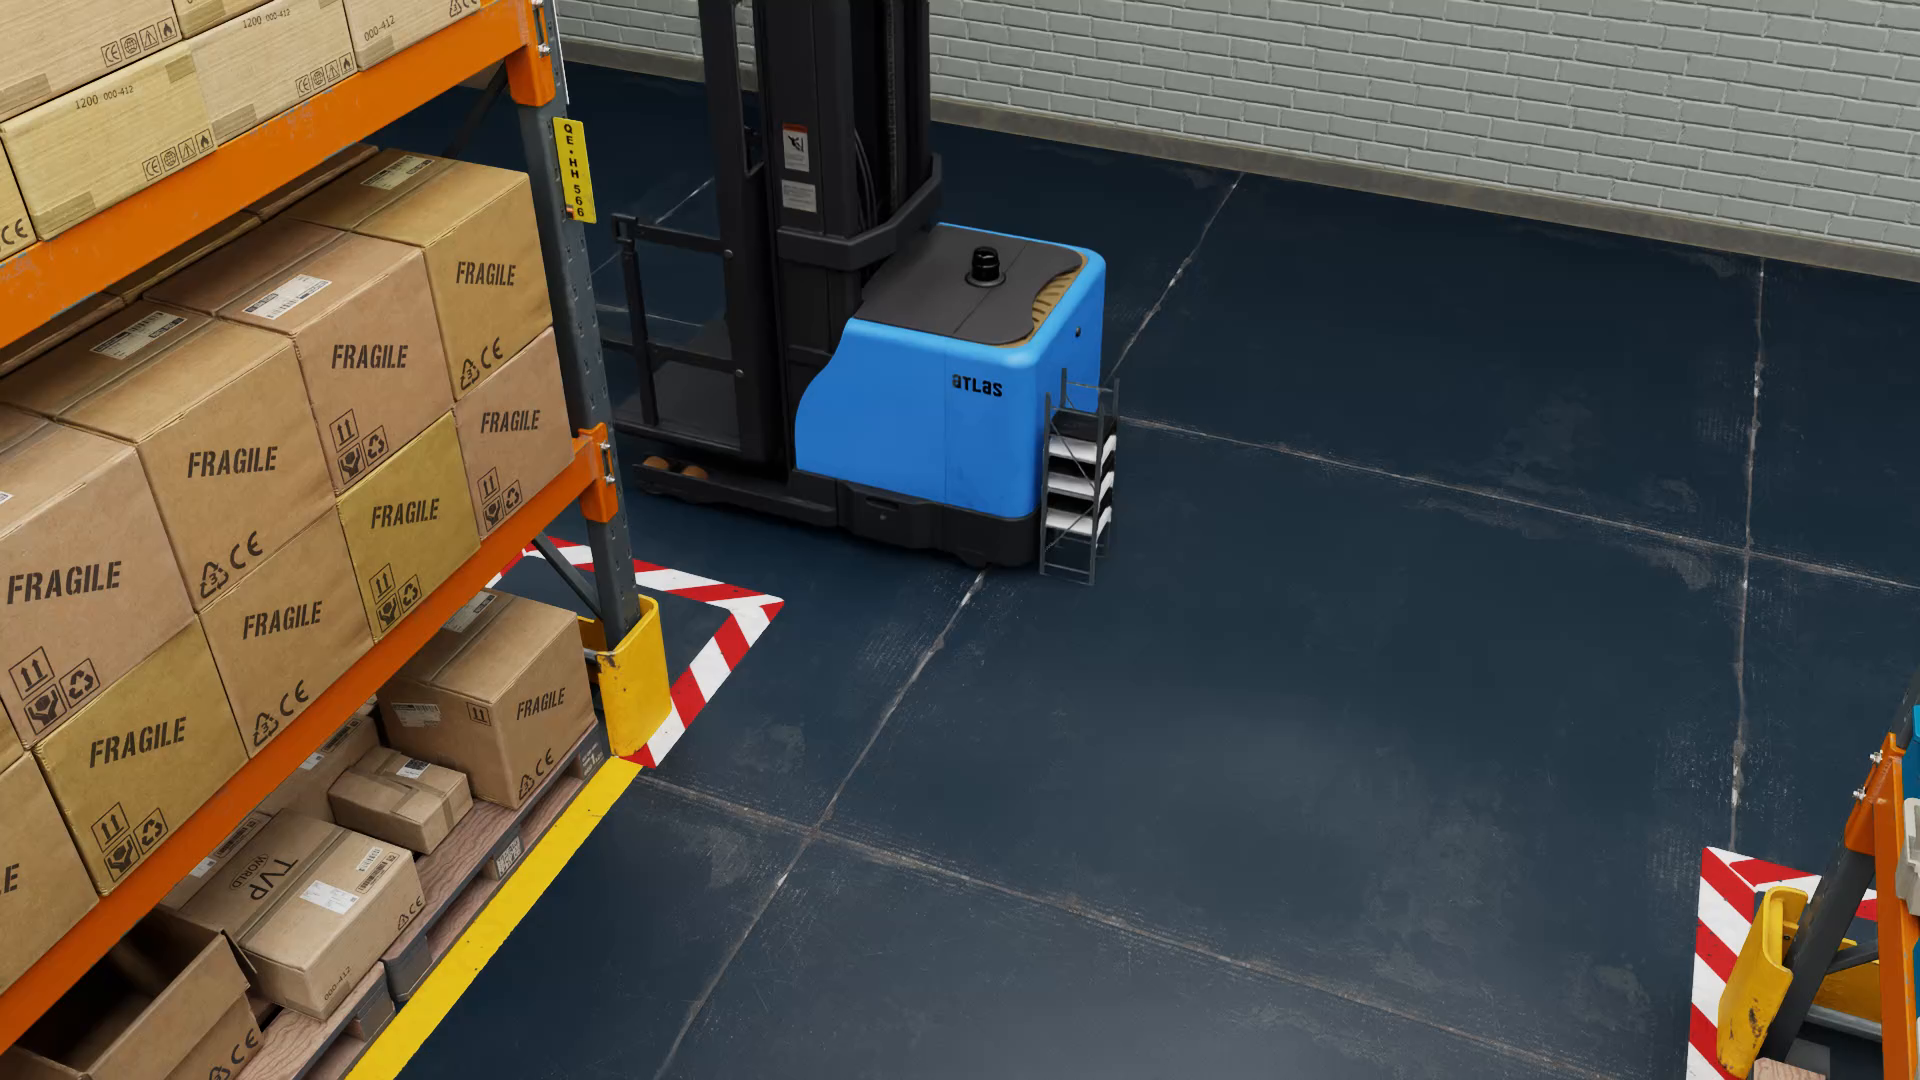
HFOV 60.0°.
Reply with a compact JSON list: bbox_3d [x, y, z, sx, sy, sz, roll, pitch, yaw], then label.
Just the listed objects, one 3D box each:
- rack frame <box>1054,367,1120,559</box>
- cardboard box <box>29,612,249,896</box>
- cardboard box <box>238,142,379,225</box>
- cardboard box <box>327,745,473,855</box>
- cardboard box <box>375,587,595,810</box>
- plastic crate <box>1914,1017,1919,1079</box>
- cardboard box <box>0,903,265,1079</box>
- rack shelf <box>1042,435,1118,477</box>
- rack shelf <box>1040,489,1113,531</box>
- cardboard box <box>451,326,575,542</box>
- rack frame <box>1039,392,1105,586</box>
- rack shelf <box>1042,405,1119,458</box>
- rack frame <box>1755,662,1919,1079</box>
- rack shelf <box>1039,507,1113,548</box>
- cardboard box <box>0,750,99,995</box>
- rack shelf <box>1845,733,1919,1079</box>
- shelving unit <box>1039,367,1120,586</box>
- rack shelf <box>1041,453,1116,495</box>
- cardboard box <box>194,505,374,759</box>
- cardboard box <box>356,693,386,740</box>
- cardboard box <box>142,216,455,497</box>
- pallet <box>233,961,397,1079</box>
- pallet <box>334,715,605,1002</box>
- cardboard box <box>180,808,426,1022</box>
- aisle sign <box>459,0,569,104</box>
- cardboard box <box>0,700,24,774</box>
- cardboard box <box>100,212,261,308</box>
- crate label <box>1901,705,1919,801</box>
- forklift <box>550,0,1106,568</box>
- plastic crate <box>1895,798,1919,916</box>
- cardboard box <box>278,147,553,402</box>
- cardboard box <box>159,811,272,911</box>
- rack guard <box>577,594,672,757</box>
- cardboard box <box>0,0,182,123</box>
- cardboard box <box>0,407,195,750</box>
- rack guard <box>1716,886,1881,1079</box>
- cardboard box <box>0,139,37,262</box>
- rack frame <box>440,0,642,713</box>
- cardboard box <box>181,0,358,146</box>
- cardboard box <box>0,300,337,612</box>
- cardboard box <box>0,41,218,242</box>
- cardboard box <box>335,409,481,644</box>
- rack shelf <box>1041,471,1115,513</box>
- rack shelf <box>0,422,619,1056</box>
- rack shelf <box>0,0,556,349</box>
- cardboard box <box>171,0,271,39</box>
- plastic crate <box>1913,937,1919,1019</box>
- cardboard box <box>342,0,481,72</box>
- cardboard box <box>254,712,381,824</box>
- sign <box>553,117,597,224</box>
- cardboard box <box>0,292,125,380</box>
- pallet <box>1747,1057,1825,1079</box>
[{"bbox_3d":[0.521,-0.306,6.908,0.240,0.900,0.006,13,39,16],"label":"rack frame"},{"bbox_3d":[-2.162,0.457,4.050,0.500,0.500,0.500,13,39,17],"label":"cardboard box"},{"bbox_3d":[-2.075,-0.910,5.043,0.500,0.500,0.500,15,39,19],"label":"cardboard box"},{"bbox_3d":[-1.879,0.864,5.587,0.380,0.166,0.250,14,39,18],"label":"cardboard box"},{"bbox_3d":[-1.641,0.527,5.760,0.500,0.500,0.500,14,39,18],"label":"cardboard box"},{"bbox_3d":[2.062,1.153,3.372,0.250,0.136,0.298,14,39,18],"label":"plastic crate"},{"bbox_3d":[-2.474,1.342,4.667,0.797,0.503,0.637,14,39,18],"label":"cardboard box"},{"bbox_3d":[0.485,-0.366,6.744,0.258,0.077,0.200,13,39,16],"label":"rack shelf"},{"bbox_3d":[0.485,-0.150,6.905,0.258,0.077,0.200,13,39,16],"label":"rack shelf"},{"bbox_3d":[-1.581,-0.385,5.176,0.500,0.500,0.500,15,39,19],"label":"cardboard box"},{"bbox_3d":[0.449,-0.192,6.755,0.240,0.900,0.006,13,39,16],"label":"rack frame"},{"bbox_3d":[0.485,-0.438,6.690,0.258,0.077,0.200,13,39,16],"label":"rack shelf"},{"bbox_3d":[2.917,0.475,4.109,1.000,3.000,0.127,14,39,18],"label":"rack frame"},{"bbox_3d":[0.485,-0.078,6.959,0.258,0.077,0.200,13,39,16],"label":"rack shelf"},{"bbox_3d":[-2.354,0.739,3.673,0.500,0.500,0.500,14,39,18],"label":"cardboard box"},{"bbox_3d":[2.156,1.871,2.842,1.077,0.370,4.000,14,39,18],"label":"rack shelf"},{"bbox_3d":[0.485,-0.249,6.831,0.258,0.900,0.210,13,39,16],"label":"shelving unit"},{"bbox_3d":[0.485,-0.294,6.797,0.258,0.077,0.200,13,39,16],"label":"rack shelf"},{"bbox_3d":[-1.970,0.178,4.423,0.500,0.500,0.500,14,39,18],"label":"cardboard box"},{"bbox_3d":[-2.234,0.596,5.947,0.380,0.166,0.250,14,39,18],"label":"cardboard box"},{"bbox_3d":[-1.769,-0.507,4.504,0.500,0.500,0.500,15,39,19],"label":"cardboard box"},{"bbox_3d":[-2.459,1.619,4.908,1.003,0.211,1.213,14,39,18],"label":"pallet"},{"bbox_3d":[-1.993,0.946,5.809,1.003,0.211,1.213,14,39,18],"label":"pallet"},{"bbox_3d":[-2.030,1.146,5.140,0.500,0.250,0.500,14,39,18],"label":"cardboard box"},{"bbox_3d":[-1.353,-1.664,4.800,0.394,0.787,0.004,14,39,18],"label":"aisle sign"},{"bbox_3d":[-2.353,0.352,3.355,0.500,0.500,0.500,13,39,16],"label":"cardboard box"},{"bbox_3d":[-2.267,-0.619,4.654,0.500,0.500,0.500,14,39,18],"label":"cardboard box"},{"bbox_3d":[2.519,0.580,4.058,0.416,0.233,0.303,14,39,18],"label":"crate label"},{"bbox_3d":[-0.930,-1.616,6.964,3.031,2.935,1.130,14,39,17],"label":"forklift"},{"bbox_3d":[2.320,0.777,3.875,0.250,0.136,0.298,14,39,18],"label":"plastic crate"},{"bbox_3d":[-1.577,-0.787,4.878,0.500,0.500,0.500,14,39,17],"label":"cardboard box"},{"bbox_3d":[-2.512,1.060,5.255,0.500,0.250,0.500,14,39,18],"label":"cardboard box"},{"bbox_3d":[-1.691,0.388,6.313,1.175,0.500,0.348,14,39,18],"label":"rack guard"},{"bbox_3d":[-2.006,-1.101,3.420,0.500,0.250,0.500,14,39,18],"label":"cardboard box"},{"bbox_3d":[-2.157,0.066,3.738,0.500,0.500,0.500,15,39,19],"label":"cardboard box"},{"bbox_3d":[2.914,1.460,4.879,1.175,0.500,0.348,14,39,18],"label":"rack guard"},{"bbox_3d":[-2.198,-0.625,3.200,0.500,0.250,0.500,14,39,18],"label":"cardboard box"},{"bbox_3d":[-1.662,-0.655,5.621,1.000,3.000,0.127,14,39,18],"label":"rack frame"},{"bbox_3d":[-1.814,-1.178,3.940,0.500,0.250,0.500,14,39,18],"label":"cardboard box"},{"bbox_3d":[-1.962,-0.219,4.118,0.500,0.500,0.500,15,39,19],"label":"cardboard box"},{"bbox_3d":[-1.992,-0.898,3.566,0.500,0.250,0.500,14,39,18],"label":"cardboard box"},{"bbox_3d":[-1.775,-0.097,4.791,0.500,0.500,0.500,14,39,18],"label":"cardboard box"},{"bbox_3d":[0.485,-0.222,6.851,0.258,0.077,0.200,13,39,16],"label":"rack shelf"},{"bbox_3d":[-2.423,0.740,4.355,1.077,0.370,4.000,14,39,18],"label":"rack shelf"},{"bbox_3d":[-2.423,-0.461,3.457,1.077,0.370,4.000,14,39,18],"label":"rack shelf"},{"bbox_3d":[-1.812,-1.377,3.789,0.500,0.250,0.500,14,39,18],"label":"cardboard box"},{"bbox_3d":[2.268,0.945,3.571,0.416,0.233,0.300,14,39,18],"label":"plastic crate"},{"bbox_3d":[-1.614,-1.452,4.307,0.500,0.250,0.500,14,39,18],"label":"cardboard box"},{"bbox_3d":[-2.322,0.783,5.626,0.500,0.250,0.500,14,39,18],"label":"cardboard box"},{"bbox_3d":[-1.156,-1.108,4.996,0.100,0.325,0.005,14,39,18],"label":"sign"},{"bbox_3d":[-2.462,-0.343,4.285,0.500,0.500,0.500,14,39,18],"label":"cardboard box"},{"bbox_3d":[2.568,2.040,4.344,1.003,0.211,1.213,14,39,18],"label":"pallet"}]
